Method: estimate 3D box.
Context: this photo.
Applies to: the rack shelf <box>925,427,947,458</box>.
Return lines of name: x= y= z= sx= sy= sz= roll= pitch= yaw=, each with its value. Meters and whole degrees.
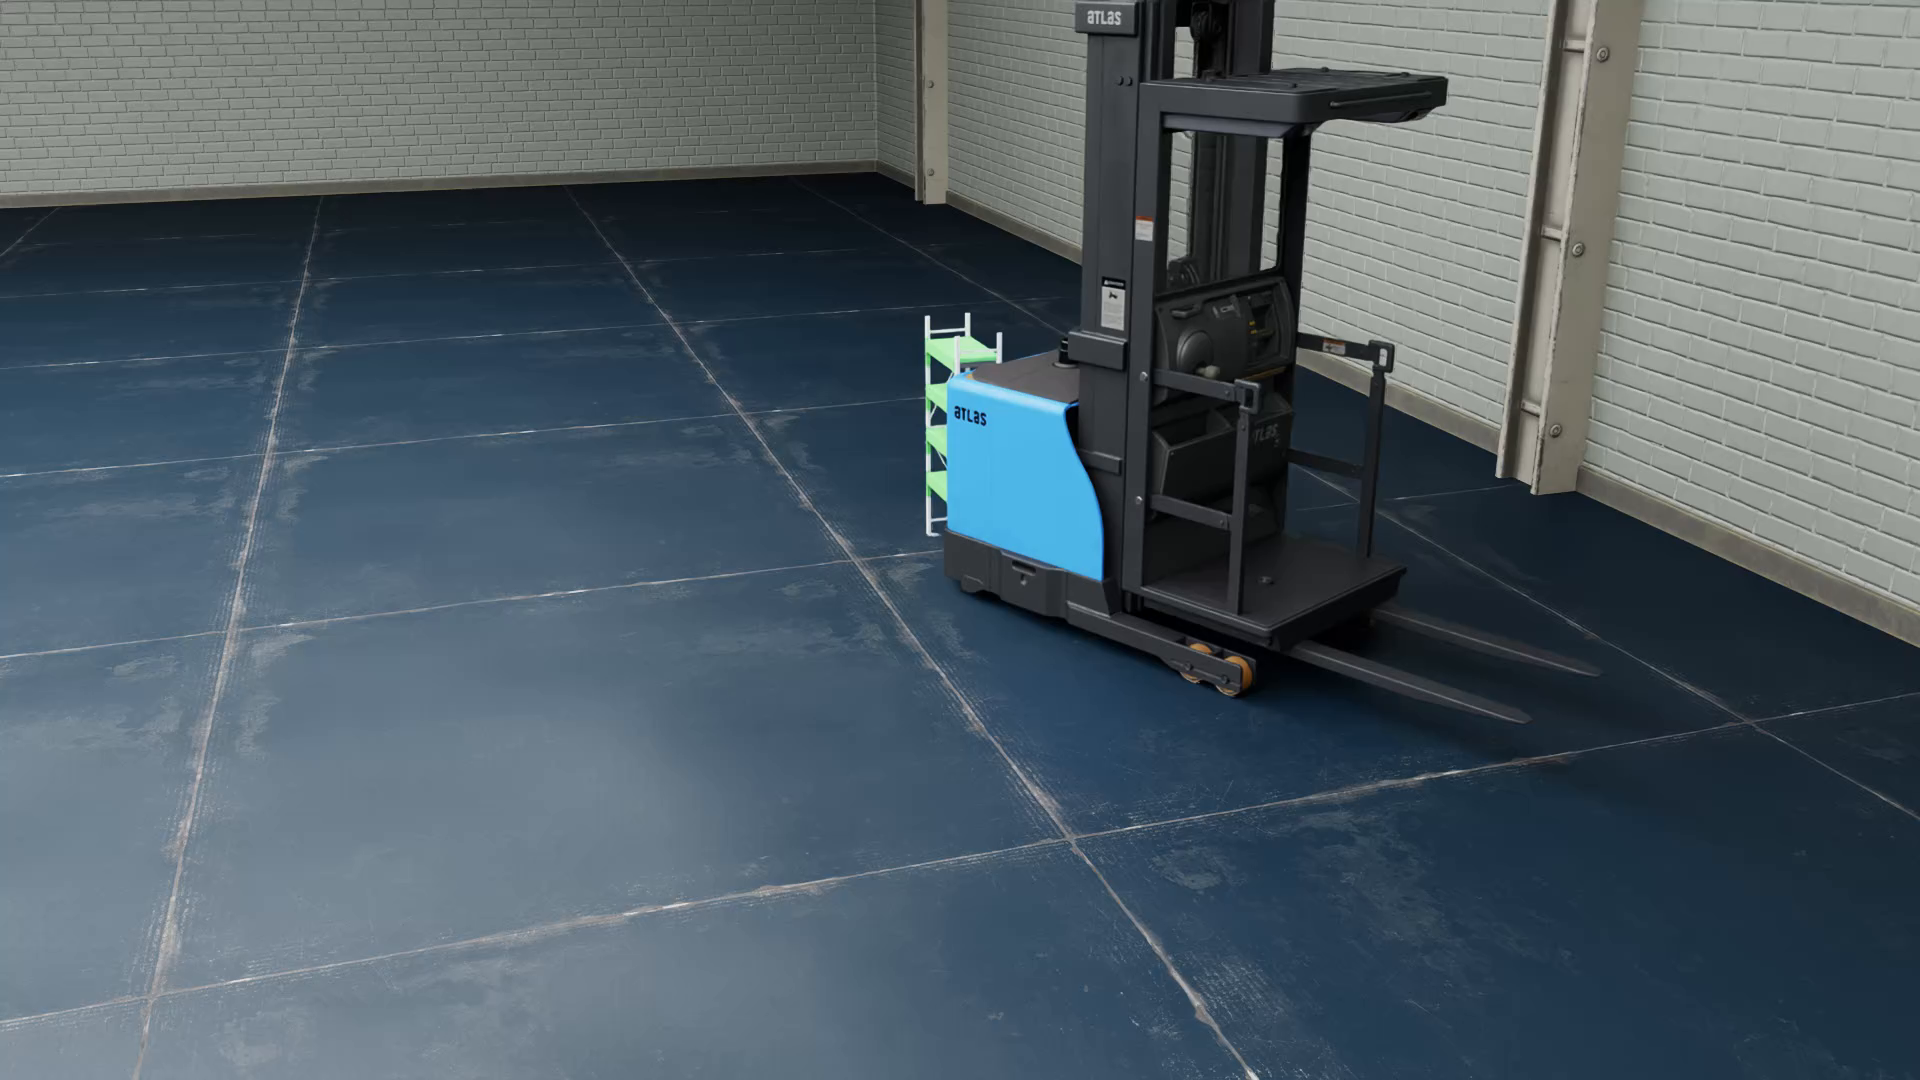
rack shelf: x=0.013 y=-0.464 z=8.623 sx=0.258 sy=0.148 sz=0.480 roll=-6 pitch=21 yaw=-17

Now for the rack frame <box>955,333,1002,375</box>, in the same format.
rack frame: x=0.090 y=-0.446 z=8.383 sx=0.240 sy=1.200 sz=0.015 roll=-6 pitch=21 yaw=-17

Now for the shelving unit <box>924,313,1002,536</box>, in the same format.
shelving unit: x=0.013 y=-0.524 z=8.601 sx=0.258 sy=1.200 sz=0.503 roll=-6 pitch=21 yaw=-17

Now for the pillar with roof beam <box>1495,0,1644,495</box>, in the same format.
pillar with roof beam: x=-0.666 y=-4.117 z=7.067 sx=9.100 sy=9.000 sz=0.400 roll=-6 pitch=21 yaw=-17

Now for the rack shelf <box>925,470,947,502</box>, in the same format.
rack shelf: x=0.013 y=-0.238 z=8.704 sx=0.258 sy=0.148 sz=0.480 roll=-6 pitch=21 yaw=-17

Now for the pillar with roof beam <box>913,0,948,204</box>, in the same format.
pillar with roof beam: x=-4.437 y=-7.968 z=17.788 sx=9.100 sy=9.000 sz=0.400 roll=-6 pitch=21 yaw=-17

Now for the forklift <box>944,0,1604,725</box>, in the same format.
forklift: x=1.317 y=-0.914 z=7.125 sx=1.130 sy=2.935 sz=3.031 roll=-19 pitch=27 yaw=-42

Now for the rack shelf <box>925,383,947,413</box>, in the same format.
rack shelf: x=0.013 y=-0.690 z=8.542 sx=0.258 sy=0.148 sz=0.480 roll=-6 pitch=21 yaw=-17

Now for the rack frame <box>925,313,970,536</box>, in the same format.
rack frame: x=-0.064 y=-0.603 z=8.819 sx=0.240 sy=1.200 sz=0.015 roll=-6 pitch=21 yaw=-17

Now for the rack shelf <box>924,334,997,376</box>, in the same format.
rack shelf: x=0.013 y=-0.916 z=8.461 sx=0.258 sy=0.148 sz=0.480 roll=-6 pitch=21 yaw=-17
